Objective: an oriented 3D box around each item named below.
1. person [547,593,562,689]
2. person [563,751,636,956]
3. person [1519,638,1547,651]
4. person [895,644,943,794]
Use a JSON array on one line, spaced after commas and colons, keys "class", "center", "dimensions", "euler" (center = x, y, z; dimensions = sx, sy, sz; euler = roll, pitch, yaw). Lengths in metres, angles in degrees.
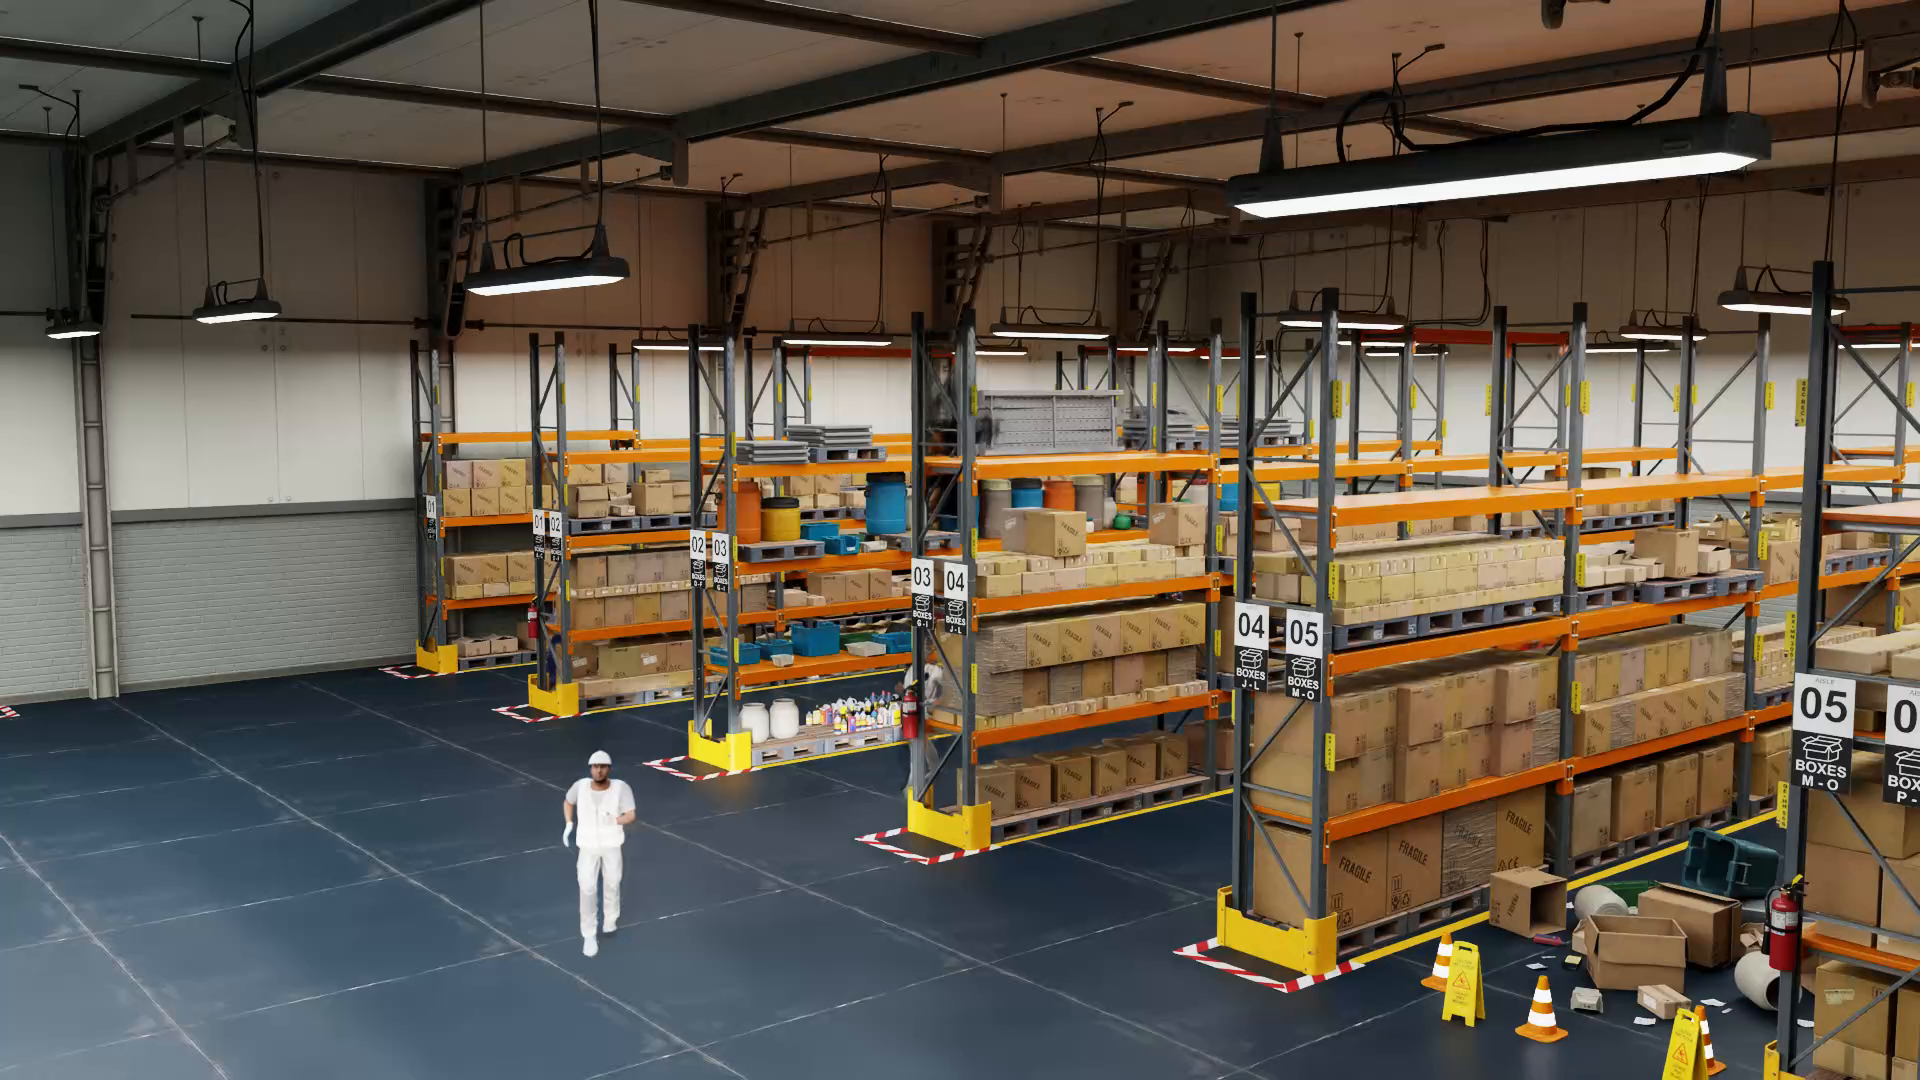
[{"class": "person", "center": [-6.736, 1.719, 28.368], "dimensions": [0.836, 1.678, 0.603], "euler": [-5, 7, -42]}, {"class": "person", "center": [-3.322, 2.858, 15.350], "dimensions": [0.661, 1.847, 0.785], "euler": [-1, 5, -12]}, {"class": "person", "center": [8.126, 2.140, 23.569], "dimensions": [0.736, 1.770, 0.637], "euler": [-4, 7, -37]}, {"class": "person", "center": [-0.472, 2.179, 20.655], "dimensions": [0.762, 1.840, 0.645], "euler": [-5, 7, -40]}]
